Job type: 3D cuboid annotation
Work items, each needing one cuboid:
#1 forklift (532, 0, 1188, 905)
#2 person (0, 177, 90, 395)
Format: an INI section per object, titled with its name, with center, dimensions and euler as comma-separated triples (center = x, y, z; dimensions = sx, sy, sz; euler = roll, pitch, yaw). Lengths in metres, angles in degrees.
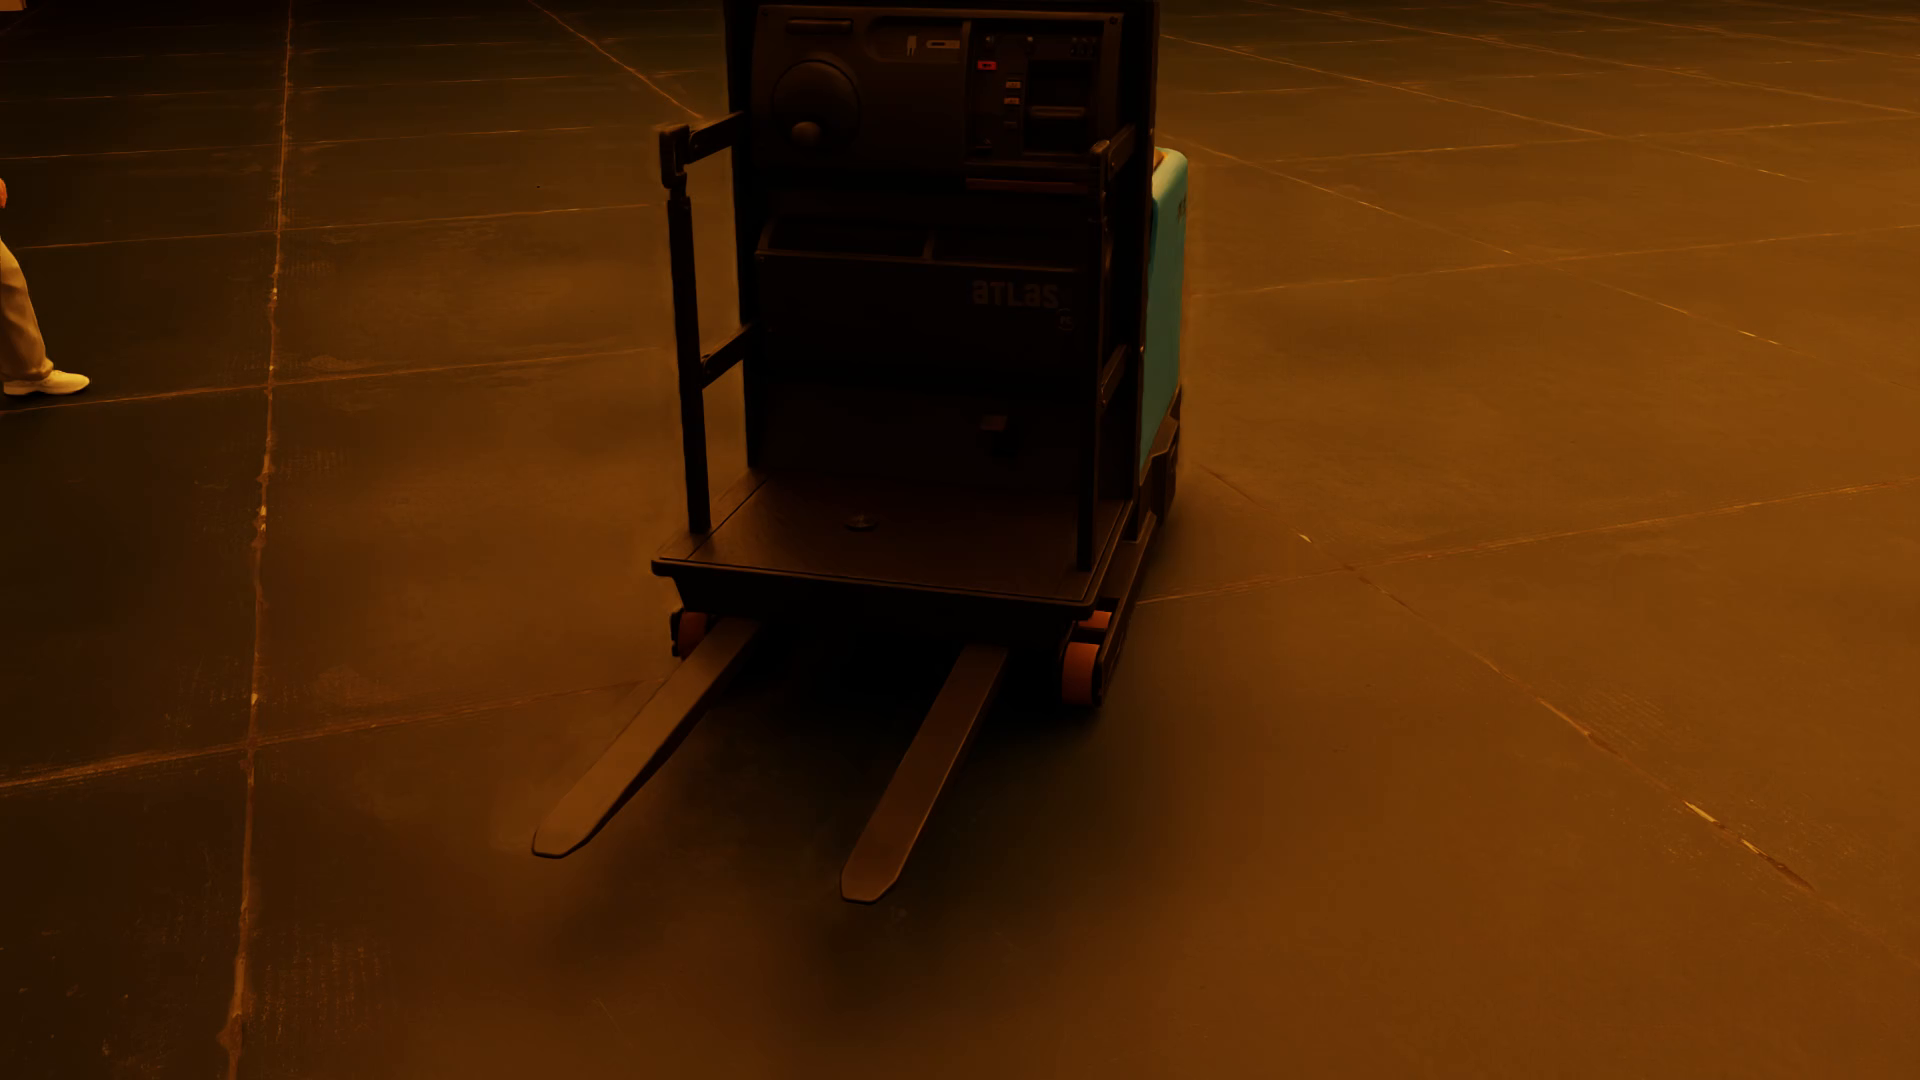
[forklift]
center = -0.116, -1.099, 3.911
dimensions = 1.130, 2.935, 3.031
euler = 5, 23, 13
[person]
center = -3.695, -1.241, 5.915
dimensions = 0.367, 1.647, 0.758
euler = 11, 25, 24
